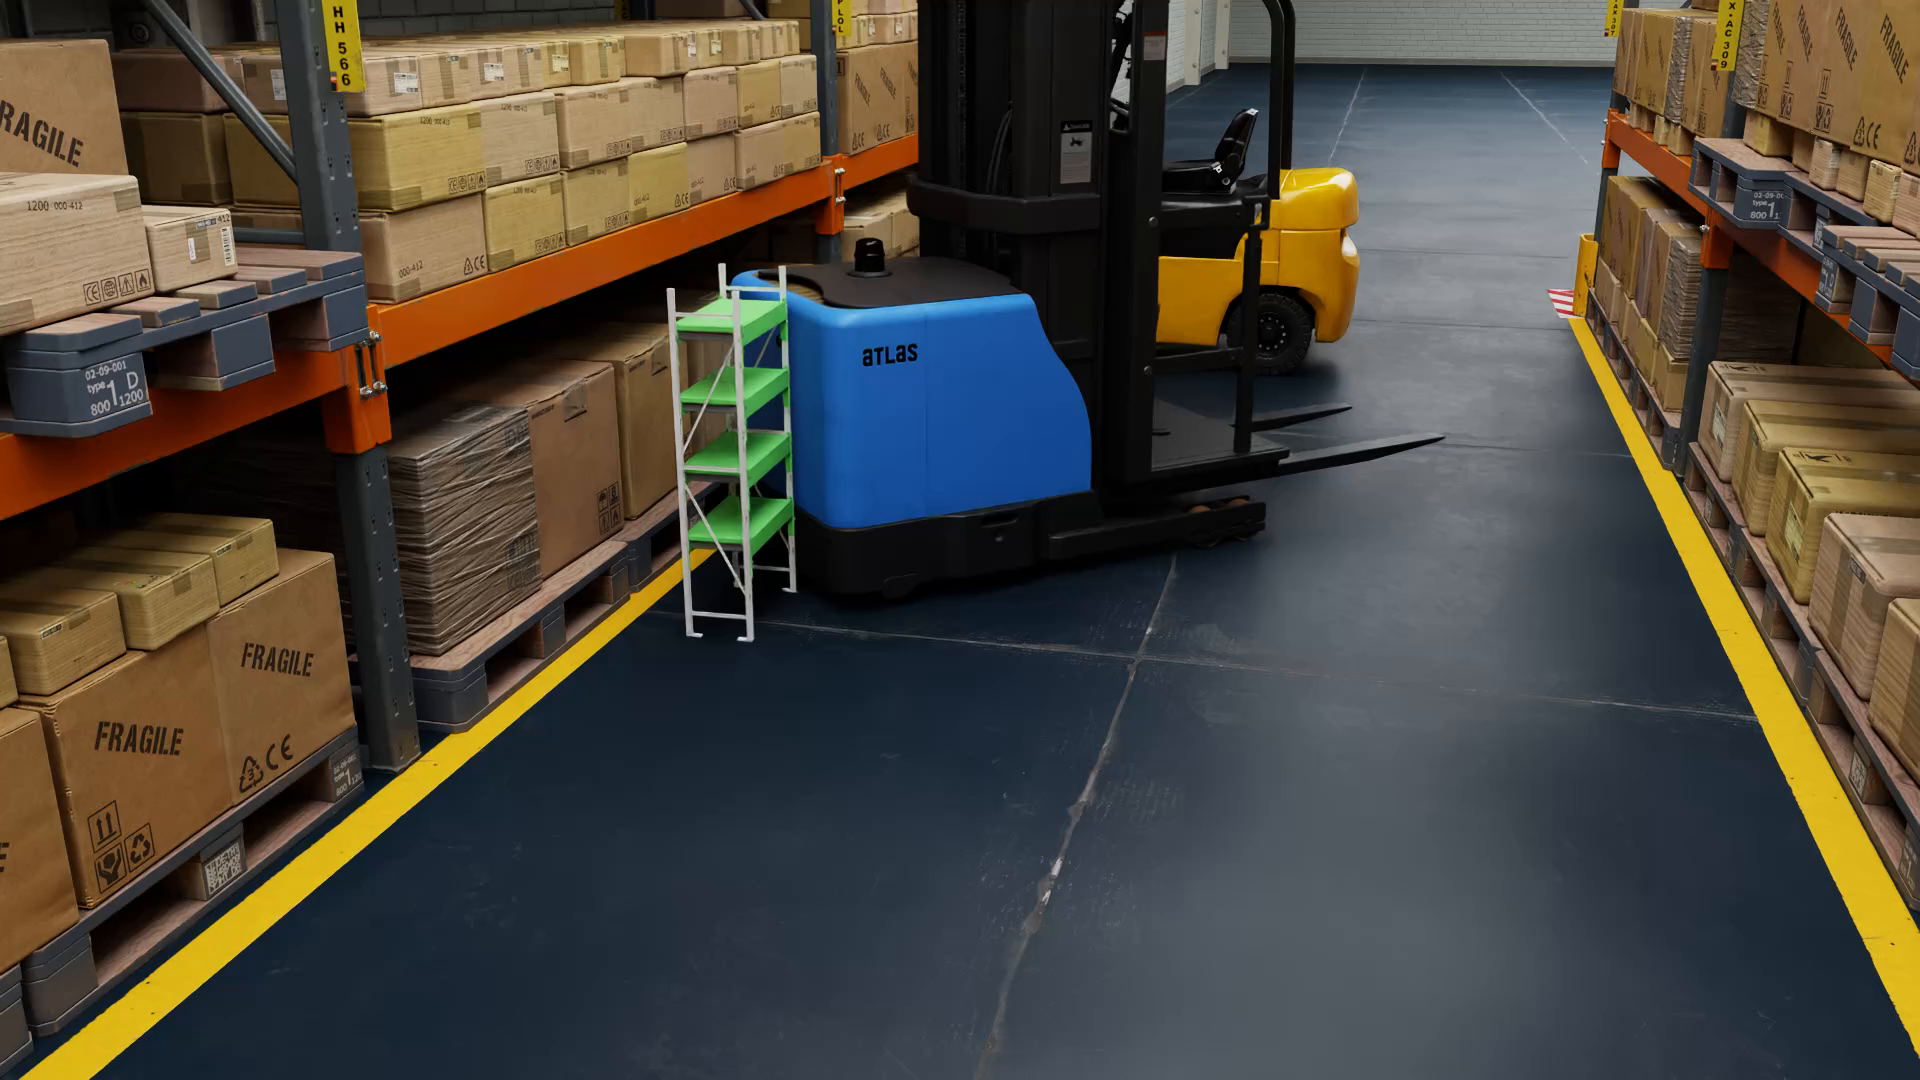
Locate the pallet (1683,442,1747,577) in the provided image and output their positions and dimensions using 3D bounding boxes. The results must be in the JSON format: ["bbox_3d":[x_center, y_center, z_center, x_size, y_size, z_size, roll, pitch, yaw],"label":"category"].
[{"bbox_3d":[3.538,-0.107,6.676,1.003,0.211,1.213,5,19,13],"label":"pallet"}]

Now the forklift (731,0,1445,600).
[{"bbox_3d":[0.650,-1.494,6.528,3.031,2.935,1.130,-10,21,-27],"label":"forklift"}]

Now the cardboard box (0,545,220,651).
[{"bbox_3d":[-1.977,0.132,3.875,0.380,0.149,0.250,4,19,11],"label":"cardboard box"}]

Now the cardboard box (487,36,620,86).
[{"bbox_3d":[-1.396,-1.645,5.704,0.380,0.149,0.250,5,20,15],"label":"cardboard box"}]

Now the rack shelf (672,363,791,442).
[{"bbox_3d":[-0.772,-0.476,5.680,0.258,0.148,0.480,4,19,11],"label":"rack shelf"}]

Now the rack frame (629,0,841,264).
[{"bbox_3d":[-1.088,-2.062,8.084,1.000,3.000,0.127,5,19,13],"label":"rack frame"}]

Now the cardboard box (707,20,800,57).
[{"bbox_3d":[-0.956,-2.292,7.598,0.380,0.149,0.250,5,20,15],"label":"cardboard box"}]

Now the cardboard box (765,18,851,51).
[{"bbox_3d":[-0.755,-2.495,8.195,0.380,0.149,0.250,4,19,13],"label":"cardboard box"}]

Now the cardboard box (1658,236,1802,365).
[{"bbox_3d":[3.611,-1.130,7.800,0.500,0.500,0.500,4,19,13],"label":"cardboard box"}]

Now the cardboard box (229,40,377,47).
[{"bbox_3d":[-2.111,-1.530,5.369,0.380,0.149,0.250,4,19,12],"label":"cardboard box"}]

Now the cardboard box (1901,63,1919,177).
[{"bbox_3d":[2.706,-1.132,4.095,0.500,0.500,0.500,4,19,13],"label":"cardboard box"}]

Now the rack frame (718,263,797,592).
[{"bbox_3d":[-0.722,-0.387,5.963,0.240,1.200,0.015,4,19,11],"label":"rack frame"}]

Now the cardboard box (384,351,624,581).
[{"bbox_3d":[-1.747,-0.283,5.900,0.875,0.625,0.625,5,20,15],"label":"cardboard box"}]

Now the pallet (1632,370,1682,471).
[{"bbox_3d":[3.856,-0.565,8.015,1.003,0.211,1.213,5,19,13],"label":"pallet"}]

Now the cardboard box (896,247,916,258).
[{"bbox_3d":[-0.549,-1.481,9.215,0.500,0.250,0.500,5,19,13],"label":"cardboard box"}]

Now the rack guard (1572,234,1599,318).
[{"bbox_3d":[4.685,-1.718,10.945,1.175,0.500,0.348,5,19,13],"label":"rack guard"}]

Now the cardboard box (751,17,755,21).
[{"bbox_3d":[-1.231,-2.619,8.555,0.380,0.149,0.250,4,19,12],"label":"cardboard box"}]

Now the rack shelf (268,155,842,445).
[{"bbox_3d":[-1.576,-1.095,6.365,1.077,0.370,4.000,5,19,13],"label":"rack shelf"}]

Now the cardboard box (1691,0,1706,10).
[{"bbox_3d":[4.791,-3.409,9.865,0.700,0.500,0.500,4,19,12],"label":"cardboard box"}]

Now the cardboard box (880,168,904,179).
[{"bbox_3d":[-0.663,-2.238,10.656,0.500,0.250,0.500,5,19,13],"label":"cardboard box"}]

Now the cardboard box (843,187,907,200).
[{"bbox_3d":[-0.420,-1.876,9.596,0.500,0.250,0.500,5,20,15],"label":"cardboard box"}]

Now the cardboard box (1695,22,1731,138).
[{"bbox_3d":[3.594,-2.018,7.341,0.500,0.500,0.500,4,19,12],"label":"cardboard box"}]

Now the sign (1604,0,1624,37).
[{"bbox_3d":[4.178,-3.377,10.596,0.100,0.325,0.005,5,19,13],"label":"sign"}]

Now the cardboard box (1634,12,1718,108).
[{"bbox_3d":[4.072,-2.664,9.232,0.500,0.500,0.500,4,19,12],"label":"cardboard box"}]

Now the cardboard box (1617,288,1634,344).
[{"bbox_3d":[3.985,-1.260,9.340,0.500,0.250,0.500,6,20,17],"label":"cardboard box"}]

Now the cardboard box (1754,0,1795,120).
[{"bbox_3d":[3.212,-1.777,5.984,0.500,0.500,0.500,5,19,14],"label":"cardboard box"}]

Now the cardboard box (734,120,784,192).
[{"bbox_3d":[-1.075,-1.654,7.123,0.500,0.250,0.500,5,19,13],"label":"cardboard box"}]

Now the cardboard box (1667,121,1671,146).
[{"bbox_3d":[3.846,-2.074,8.507,0.380,0.149,0.250,4,19,12],"label":"cardboard box"}]

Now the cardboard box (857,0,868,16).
[{"bbox_3d":[-0.692,-2.803,8.636,0.380,0.149,0.250,4,19,12],"label":"cardboard box"}]

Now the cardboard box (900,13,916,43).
[{"bbox_3d":[-0.459,-2.814,9.128,0.380,0.149,0.250,4,19,13],"label":"cardboard box"}]

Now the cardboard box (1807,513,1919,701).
[{"bbox_3d":[3.069,0.219,4.821,0.950,0.372,0.625,4,19,12],"label":"cardboard box"}]

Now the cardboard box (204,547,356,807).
[{"bbox_3d":[-1.960,0.325,4.312,0.500,0.500,0.500,5,20,15],"label":"cardboard box"}]

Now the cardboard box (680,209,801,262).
[{"bbox_3d":[-1.155,-1.602,8.795,0.500,0.250,0.500,5,20,14],"label":"cardboard box"}]

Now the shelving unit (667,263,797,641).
[{"bbox_3d":[-0.772,-0.309,5.737,0.258,1.200,0.503,4,19,11],"label":"shelving unit"}]

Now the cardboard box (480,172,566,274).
[{"bbox_3d":[-1.592,-1.014,5.249,0.500,0.250,0.500,4,19,12],"label":"cardboard box"}]

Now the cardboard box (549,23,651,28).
[{"bbox_3d":[-1.560,-2.165,7.227,0.380,0.149,0.250,5,19,13],"label":"cardboard box"}]

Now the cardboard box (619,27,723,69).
[{"bbox_3d":[-1.173,-1.967,6.647,0.380,0.149,0.250,4,19,12],"label":"cardboard box"}]

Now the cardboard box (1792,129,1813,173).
[{"bbox_3d":[3.117,-1.353,5.747,0.380,0.149,0.250,5,19,14],"label":"cardboard box"}]

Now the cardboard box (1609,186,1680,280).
[{"bbox_3d":[4.110,-1.775,9.687,0.500,0.500,0.500,4,19,11],"label":"cardboard box"}]

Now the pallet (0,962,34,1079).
[{"bbox_3d":[-2.584,1.124,3.072,1.003,0.211,1.213,5,19,13],"label":"pallet"}]

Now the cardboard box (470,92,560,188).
[{"bbox_3d":[-1.596,-1.251,5.167,0.500,0.250,0.500,5,20,15],"label":"cardboard box"}]

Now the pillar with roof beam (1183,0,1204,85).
[{"bbox_3d":[8.884,-13.190,31.382,9.100,9.000,0.400,5,19,13],"label":"pillar with roof beam"}]

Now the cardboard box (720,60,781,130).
[{"bbox_3d":[-1.078,-1.892,7.044,0.500,0.250,0.500,4,19,12],"label":"cardboard box"}]

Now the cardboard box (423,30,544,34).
[{"bbox_3d":[-1.799,-1.849,6.302,0.380,0.149,0.250,5,19,14],"label":"cardboard box"}]

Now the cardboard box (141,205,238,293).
[{"bbox_3d":[-1.853,-0.652,3.695,0.380,0.149,0.250,5,19,14],"label":"cardboard box"}]

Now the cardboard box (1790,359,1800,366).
[{"bbox_3d":[4.132,-0.732,7.795,0.500,0.250,0.500,4,19,11],"label":"cardboard box"}]

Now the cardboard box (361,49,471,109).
[{"bbox_3d":[-1.638,-1.323,4.762,0.380,0.149,0.250,5,20,15],"label":"cardboard box"}]

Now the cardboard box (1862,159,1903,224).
[{"bbox_3d":[2.737,-0.957,4.586,0.380,0.149,0.250,5,19,14],"label":"cardboard box"}]

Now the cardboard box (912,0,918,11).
[{"bbox_3d":[-0.441,-3.123,9.572,0.380,0.149,0.250,5,19,14],"label":"cardboard box"}]
